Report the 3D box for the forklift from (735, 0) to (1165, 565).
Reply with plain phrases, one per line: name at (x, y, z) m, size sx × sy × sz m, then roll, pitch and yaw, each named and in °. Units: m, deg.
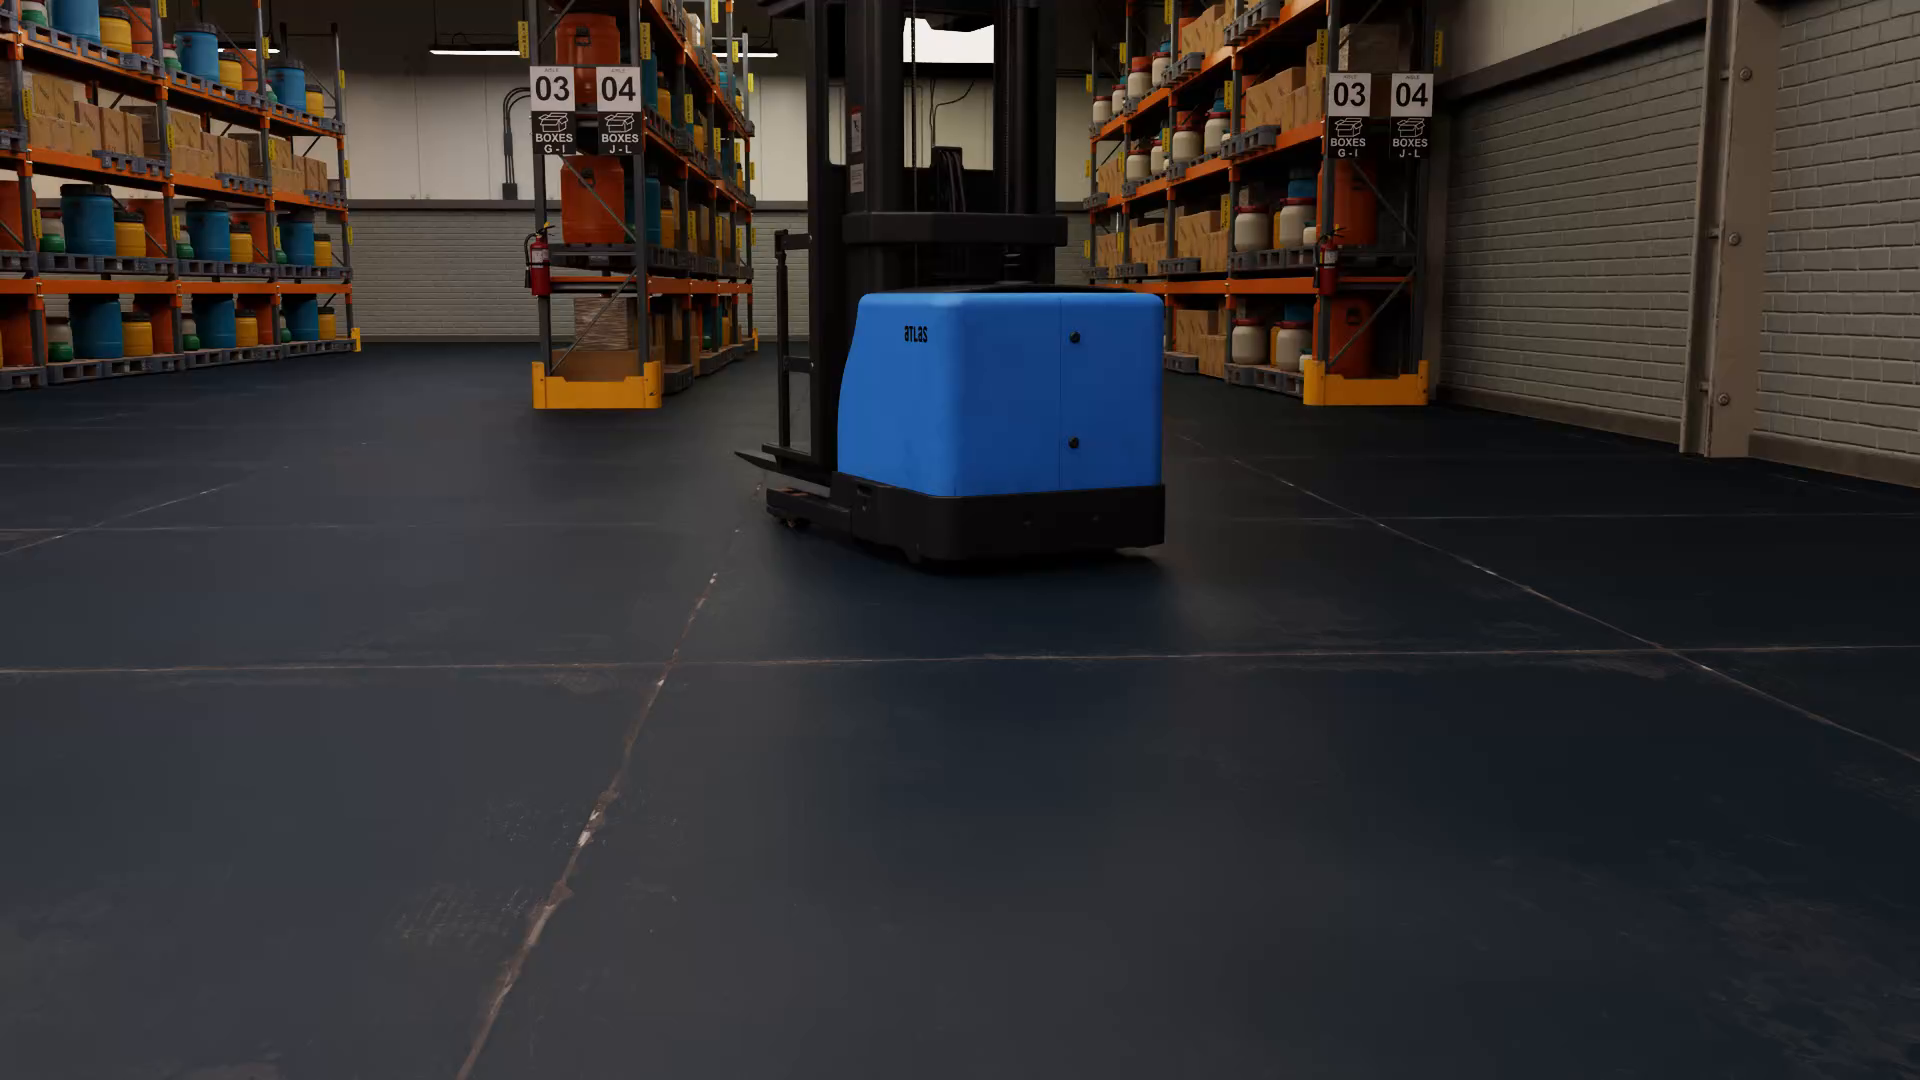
forklift at (-0.264, -1.530, 7.637) m, size 1.130 × 2.935 × 3.031 m, roll -4°, pitch 9°, yaw -25°
